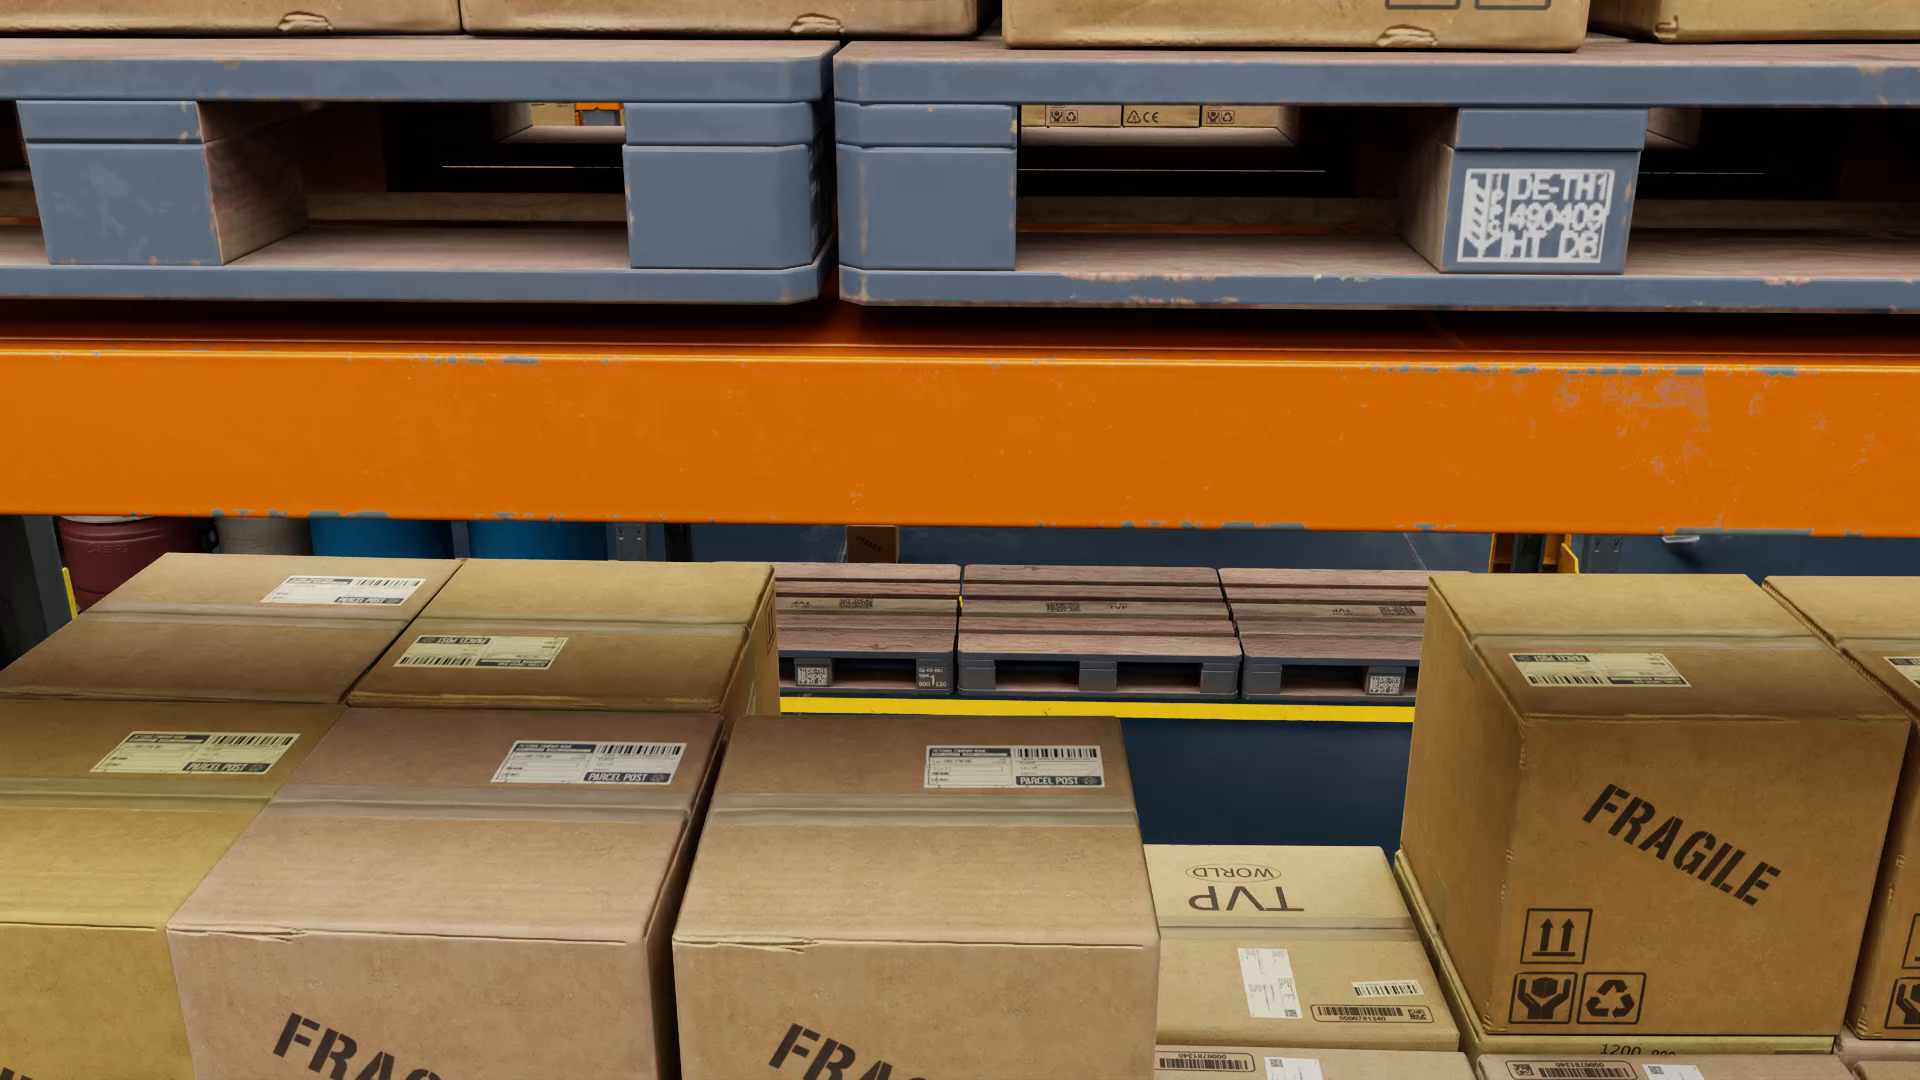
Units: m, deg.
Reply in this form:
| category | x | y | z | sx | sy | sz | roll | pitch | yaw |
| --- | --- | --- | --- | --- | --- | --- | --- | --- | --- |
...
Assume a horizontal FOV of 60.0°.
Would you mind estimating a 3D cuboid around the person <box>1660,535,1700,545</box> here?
| category | x | y | z | sx | sy | sz | roll | pitch | yaw |
| --- | --- | --- | --- | --- | --- | --- | --- | --- | --- |
| person | 3.451 | -0.766 | 8.601 | 0.554 | 1.597 | 0.968 | -19 | 28 | -41 |
